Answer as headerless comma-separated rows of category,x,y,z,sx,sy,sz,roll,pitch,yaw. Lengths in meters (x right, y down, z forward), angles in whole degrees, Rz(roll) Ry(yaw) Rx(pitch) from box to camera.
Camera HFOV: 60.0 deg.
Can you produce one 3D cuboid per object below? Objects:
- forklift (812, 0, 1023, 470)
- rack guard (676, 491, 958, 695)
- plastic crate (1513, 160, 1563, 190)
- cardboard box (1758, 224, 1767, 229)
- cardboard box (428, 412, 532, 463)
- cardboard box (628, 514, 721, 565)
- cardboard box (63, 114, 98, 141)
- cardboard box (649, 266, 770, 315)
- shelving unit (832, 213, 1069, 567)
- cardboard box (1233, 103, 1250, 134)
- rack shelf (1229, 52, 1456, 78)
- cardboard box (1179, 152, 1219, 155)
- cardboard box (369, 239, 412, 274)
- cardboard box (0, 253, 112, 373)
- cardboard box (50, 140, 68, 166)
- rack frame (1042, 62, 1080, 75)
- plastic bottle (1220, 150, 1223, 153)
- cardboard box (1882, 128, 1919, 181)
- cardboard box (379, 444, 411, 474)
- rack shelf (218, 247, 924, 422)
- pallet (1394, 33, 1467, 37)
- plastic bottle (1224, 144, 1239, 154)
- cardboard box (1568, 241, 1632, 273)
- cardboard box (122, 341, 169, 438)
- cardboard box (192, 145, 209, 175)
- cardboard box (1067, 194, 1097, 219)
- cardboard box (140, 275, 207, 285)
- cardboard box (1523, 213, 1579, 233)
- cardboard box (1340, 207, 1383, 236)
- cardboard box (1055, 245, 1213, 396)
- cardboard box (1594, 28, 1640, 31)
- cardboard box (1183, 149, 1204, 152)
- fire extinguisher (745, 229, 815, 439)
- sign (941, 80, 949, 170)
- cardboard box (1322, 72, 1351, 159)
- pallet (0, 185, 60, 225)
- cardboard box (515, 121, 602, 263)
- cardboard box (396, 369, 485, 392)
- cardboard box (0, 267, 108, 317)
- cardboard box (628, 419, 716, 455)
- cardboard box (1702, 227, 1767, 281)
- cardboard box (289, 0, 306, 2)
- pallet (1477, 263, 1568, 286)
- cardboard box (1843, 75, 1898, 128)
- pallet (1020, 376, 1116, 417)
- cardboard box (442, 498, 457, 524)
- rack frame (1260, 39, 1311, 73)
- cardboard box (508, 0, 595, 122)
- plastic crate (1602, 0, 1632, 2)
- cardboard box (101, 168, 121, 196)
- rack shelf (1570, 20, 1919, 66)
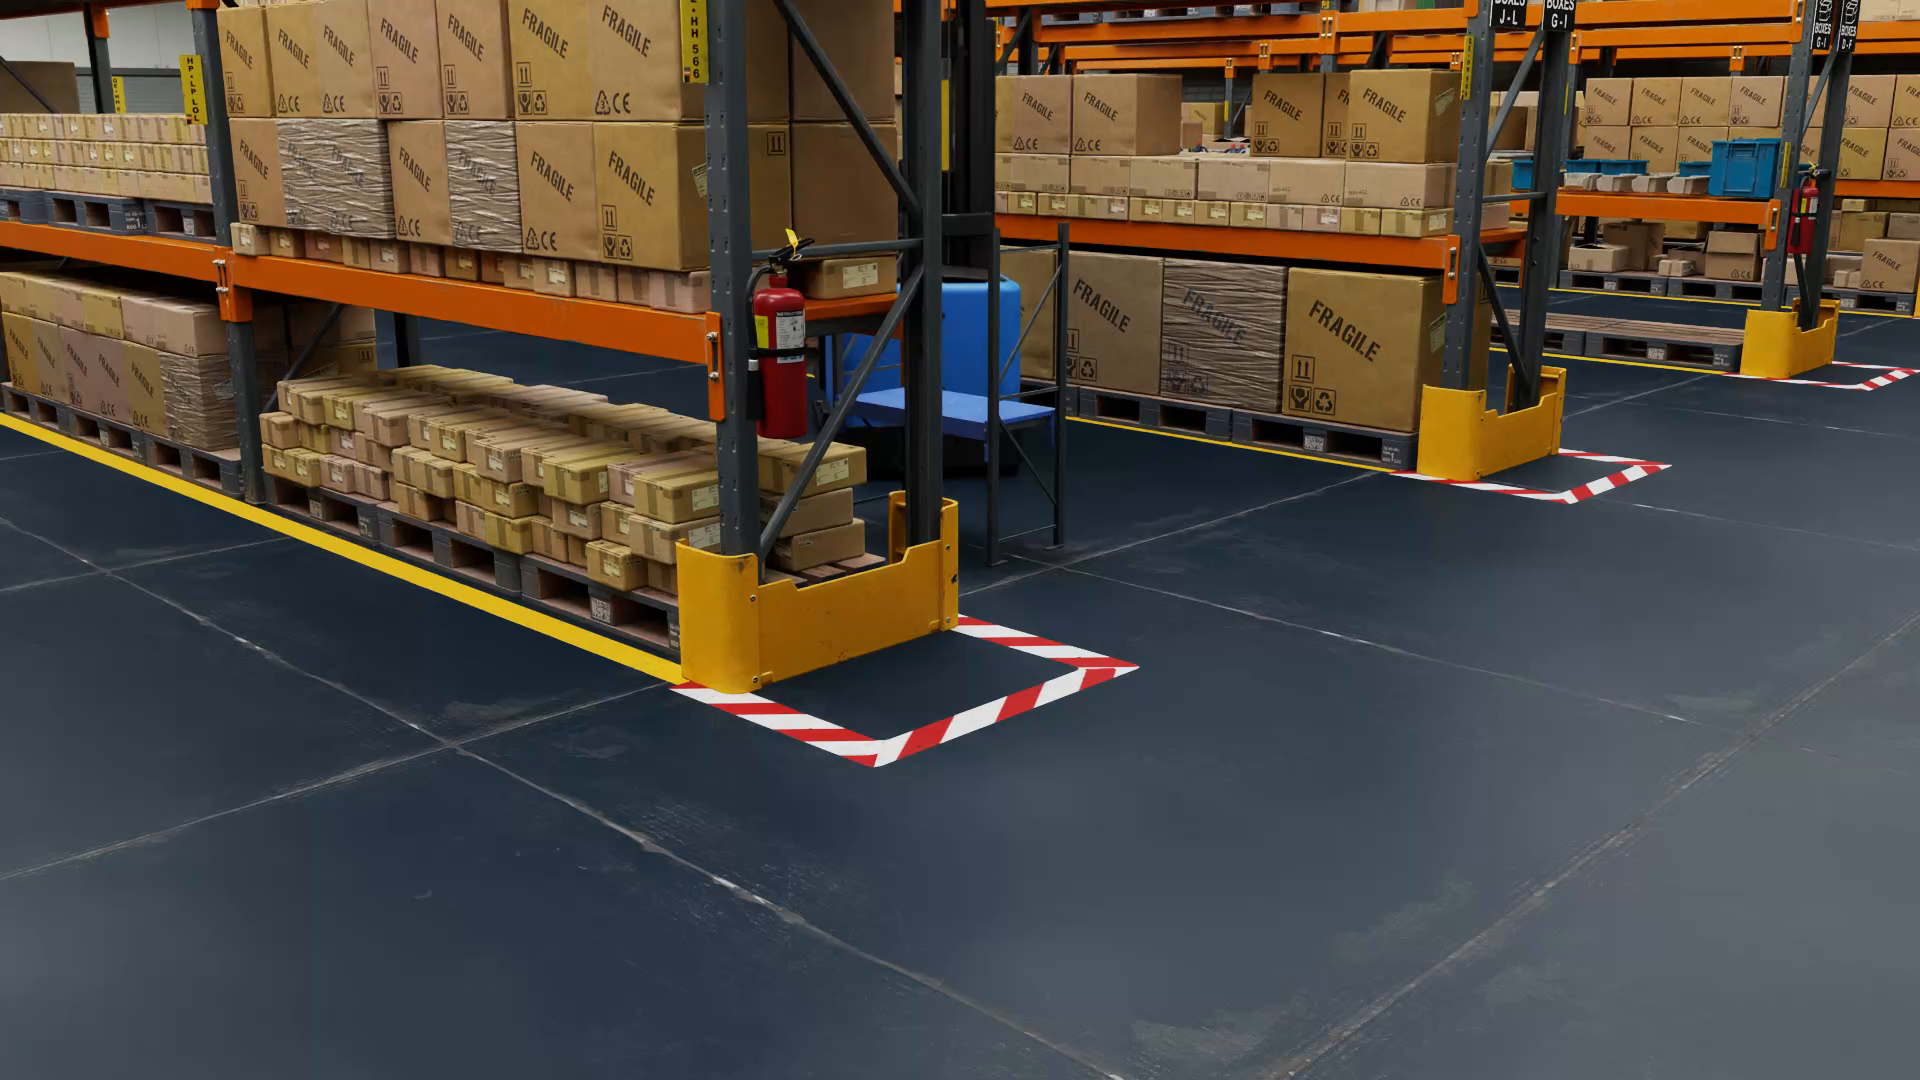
forklift,-0.366,-2.125,10.275,1.130,2.935,3.031,-2,15,-8
rack guard,-0.510,0.172,6.279,0.348,0.500,1.175,14,20,42
plastic crate,4.841,-3.067,13.965,0.300,0.233,0.416,14,20,42
cardboard box,10.962,-4.148,22.027,0.500,0.500,0.700,14,20,43
cardboard box,-2.124,-0.460,7.388,0.250,0.149,0.380,14,20,42
cardboard box,-1.034,-0.032,6.338,0.250,0.149,0.380,13,19,41
cardboard box,-5.069,-2.448,9.863,0.380,0.149,0.250,-14,20,-42
cardboard box,-0.886,-0.908,5.967,0.250,0.149,0.380,14,20,42
shelving unit,-0.061,-0.741,7.800,1.048,1.500,0.538,14,20,42
cardboard box,4.542,-7.124,28.095,0.500,0.500,0.500,13,19,41
rack shelf,6.176,-7.457,26.081,4.000,0.370,1.077,14,20,42
cardboard box,1.422,-2.469,11.166,0.500,0.250,0.500,-14,20,-43
cardboard box,-2.376,-1.272,7.363,0.380,0.149,0.250,-13,20,-42
cardboard box,-6.590,-1.662,11.989,0.750,0.750,1.050,13,20,41
cardboard box,-5.254,-2.348,10.068,0.250,0.149,0.380,14,20,42
rack frame,1.856,-7.404,30.399,0.127,3.000,1.000,14,20,42
plastic bottle,2.652,-3.821,16.905,0.097,0.271,0.097,0,15,0
cardboard box,9.427,-3.781,16.297,0.500,0.500,0.500,-14,20,-42
cardboard box,-2.477,-0.406,7.772,0.380,0.149,0.250,-13,20,-42
rack shelf,-1.895,-1.026,7.347,4.000,0.370,1.077,14,20,42
pallet,5.890,-6.073,19.712,1.003,0.211,1.213,14,20,42
plastic bottle,2.596,-3.616,15.957,0.185,0.351,0.144,14,20,42
cardboard box,7.211,-3.203,18.736,0.500,0.311,0.500,14,20,42
cardboard box,-4.412,-0.891,9.528,0.500,0.500,0.500,13,19,41
cardboard box,-3.759,-1.983,8.671,0.380,0.149,0.250,-14,20,-42
cardboard box,0.917,-2.191,10.888,0.250,0.149,0.380,13,20,41
cardboard box,-4.814,-1.530,10.493,0.500,0.250,0.500,-14,20,-43
cardboard box,8.680,-4.860,24.065,0.750,0.750,0.750,14,20,42
cardboard box,2.387,-1.833,9.515,0.250,0.149,0.380,14,20,43
cardboard box,1.248,-1.494,11.098,0.875,0.875,0.875,14,20,42
cardboard box,7.237,-5.653,18.027,0.500,0.250,0.500,14,20,42
cardboard box,3.222,-5.196,22.421,0.380,0.149,0.250,-13,19,-40
fire extinguisher,-0.595,-0.678,5.479,0.183,0.674,0.296,14,20,42
sign,-0.079,-1.541,6.182,0.005,0.325,0.100,14,20,42
cardboard box,2.542,-2.561,10.034,0.500,0.500,0.500,13,19,41
pallet,-5.628,-2.226,10.906,1.003,0.211,1.213,14,20,42
cardboard box,-1.325,-1.339,6.335,0.500,0.500,0.500,13,20,41
cardboard box,-2.687,-0.783,8.630,0.250,0.149,0.380,14,20,43
cardboard box,-5.886,-1.616,10.822,0.500,0.250,0.500,13,19,40
cardboard box,-1.207,-0.411,7.202,0.250,0.149,0.380,12,19,40
cardboard box,8.415,-3.081,17.886,0.637,0.503,0.797,14,20,42
cardboard box,-6.965,-5.813,17.850,0.380,0.149,0.250,-13,20,-42
pallet,6.447,-3.190,19.757,1.213,0.211,1.003,14,20,42
cardboard box,9.063,-4.353,16.506,0.500,0.500,0.500,-14,20,-43
pallet,0.674,-1.110,11.773,1.213,0.211,1.003,14,20,42
cardboard box,-2.092,-0.174,7.472,0.380,0.149,0.250,-14,20,-43
rack frame,4.180,-5.104,21.572,0.127,3.000,1.000,14,20,42
cardboard box,-1.322,-1.824,6.211,0.500,0.500,0.500,13,19,40
plastic crate,5.589,-4.544,13.598,0.767,0.338,0.504,14,20,42
cardboard box,-4.698,-2.067,9.580,0.380,0.149,0.250,-13,20,-42
rack shelf,8.499,-5.157,17.255,4.000,0.370,1.077,14,20,42
